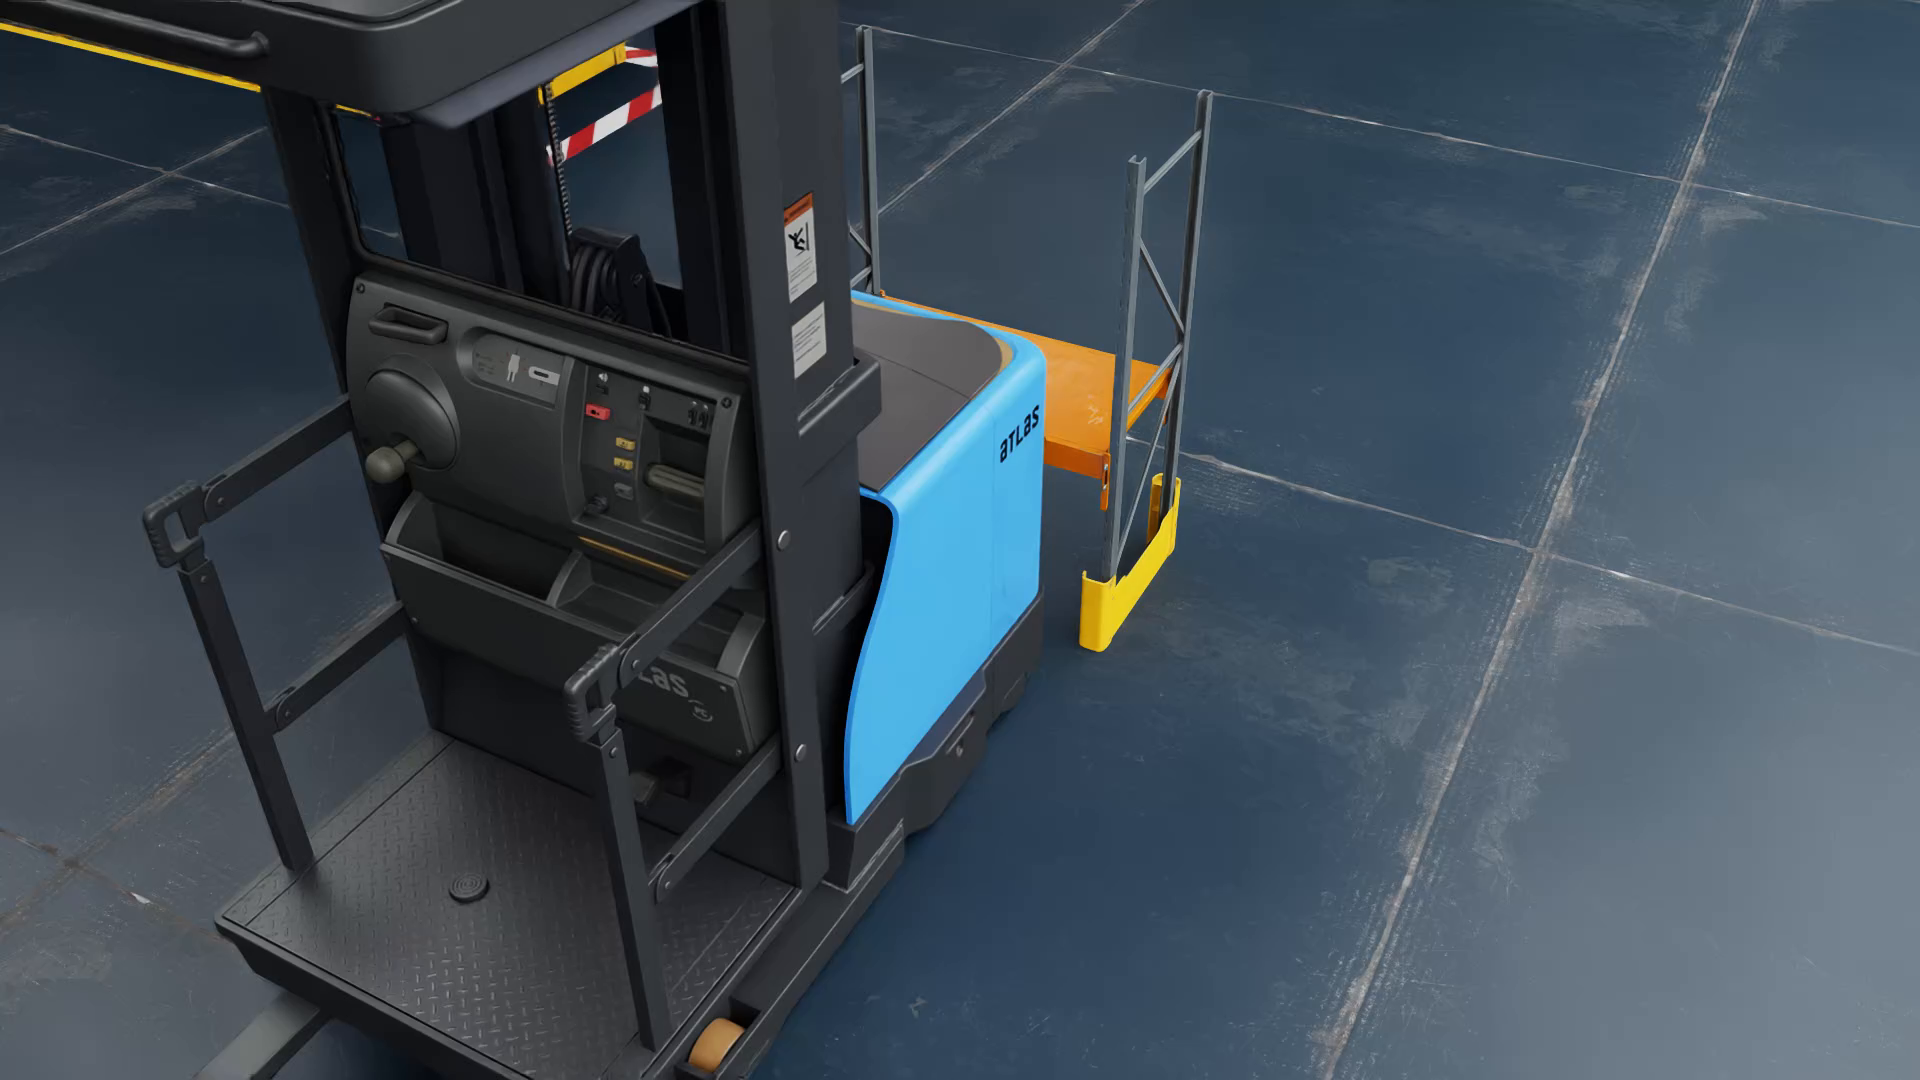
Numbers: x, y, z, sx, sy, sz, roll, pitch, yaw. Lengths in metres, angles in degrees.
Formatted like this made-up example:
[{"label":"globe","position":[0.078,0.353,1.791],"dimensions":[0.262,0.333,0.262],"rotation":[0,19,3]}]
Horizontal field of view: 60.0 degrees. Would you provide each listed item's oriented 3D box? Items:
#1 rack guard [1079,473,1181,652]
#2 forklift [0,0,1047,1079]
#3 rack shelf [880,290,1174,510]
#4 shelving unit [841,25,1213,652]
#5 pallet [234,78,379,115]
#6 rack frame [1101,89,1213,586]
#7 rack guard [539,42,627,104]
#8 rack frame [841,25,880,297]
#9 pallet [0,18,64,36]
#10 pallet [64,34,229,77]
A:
[{"label":"rack guard","position":[0.510,0.060,4.964],"dimensions":[0.087,0.250,0.587],"rotation":[17,41,21]},{"label":"forklift","position":[-0.916,-0.163,3.040],"dimensions":[1.130,2.935,3.031],"rotation":[18,41,22]},{"label":"rack shelf","position":[0.076,-0.430,4.874],"dimensions":[1.000,0.185,0.538],"rotation":[17,41,21]},{"label":"shelving unit","position":[0.068,-0.576,4.769],"dimensions":[1.083,1.500,0.587],"rotation":[17,41,21]},{"label":"pallet","position":[-2.866,-2.479,8.342],"dimensions":[1.213,0.211,1.003],"rotation":[17,41,21]},{"label":"rack frame","position":[0.527,-0.432,4.579],"dimensions":[0.032,1.500,0.500],"rotation":[17,41,21]},{"label":"rack guard","position":[-2.099,-2.407,8.008],"dimensions":[0.348,0.500,1.175],"rotation":[17,41,21]},{"label":"rack frame","position":[-0.376,-0.715,4.951],"dimensions":[0.032,1.500,0.500],"rotation":[17,41,21]},{"label":"pallet","position":[-5.033,-3.158,9.235],"dimensions":[1.213,0.211,1.003],"rotation":[17,41,21]},{"label":"pallet","position":[-3.945,-2.819,8.789],"dimensions":[1.213,0.211,1.003],"rotation":[17,41,21]}]
